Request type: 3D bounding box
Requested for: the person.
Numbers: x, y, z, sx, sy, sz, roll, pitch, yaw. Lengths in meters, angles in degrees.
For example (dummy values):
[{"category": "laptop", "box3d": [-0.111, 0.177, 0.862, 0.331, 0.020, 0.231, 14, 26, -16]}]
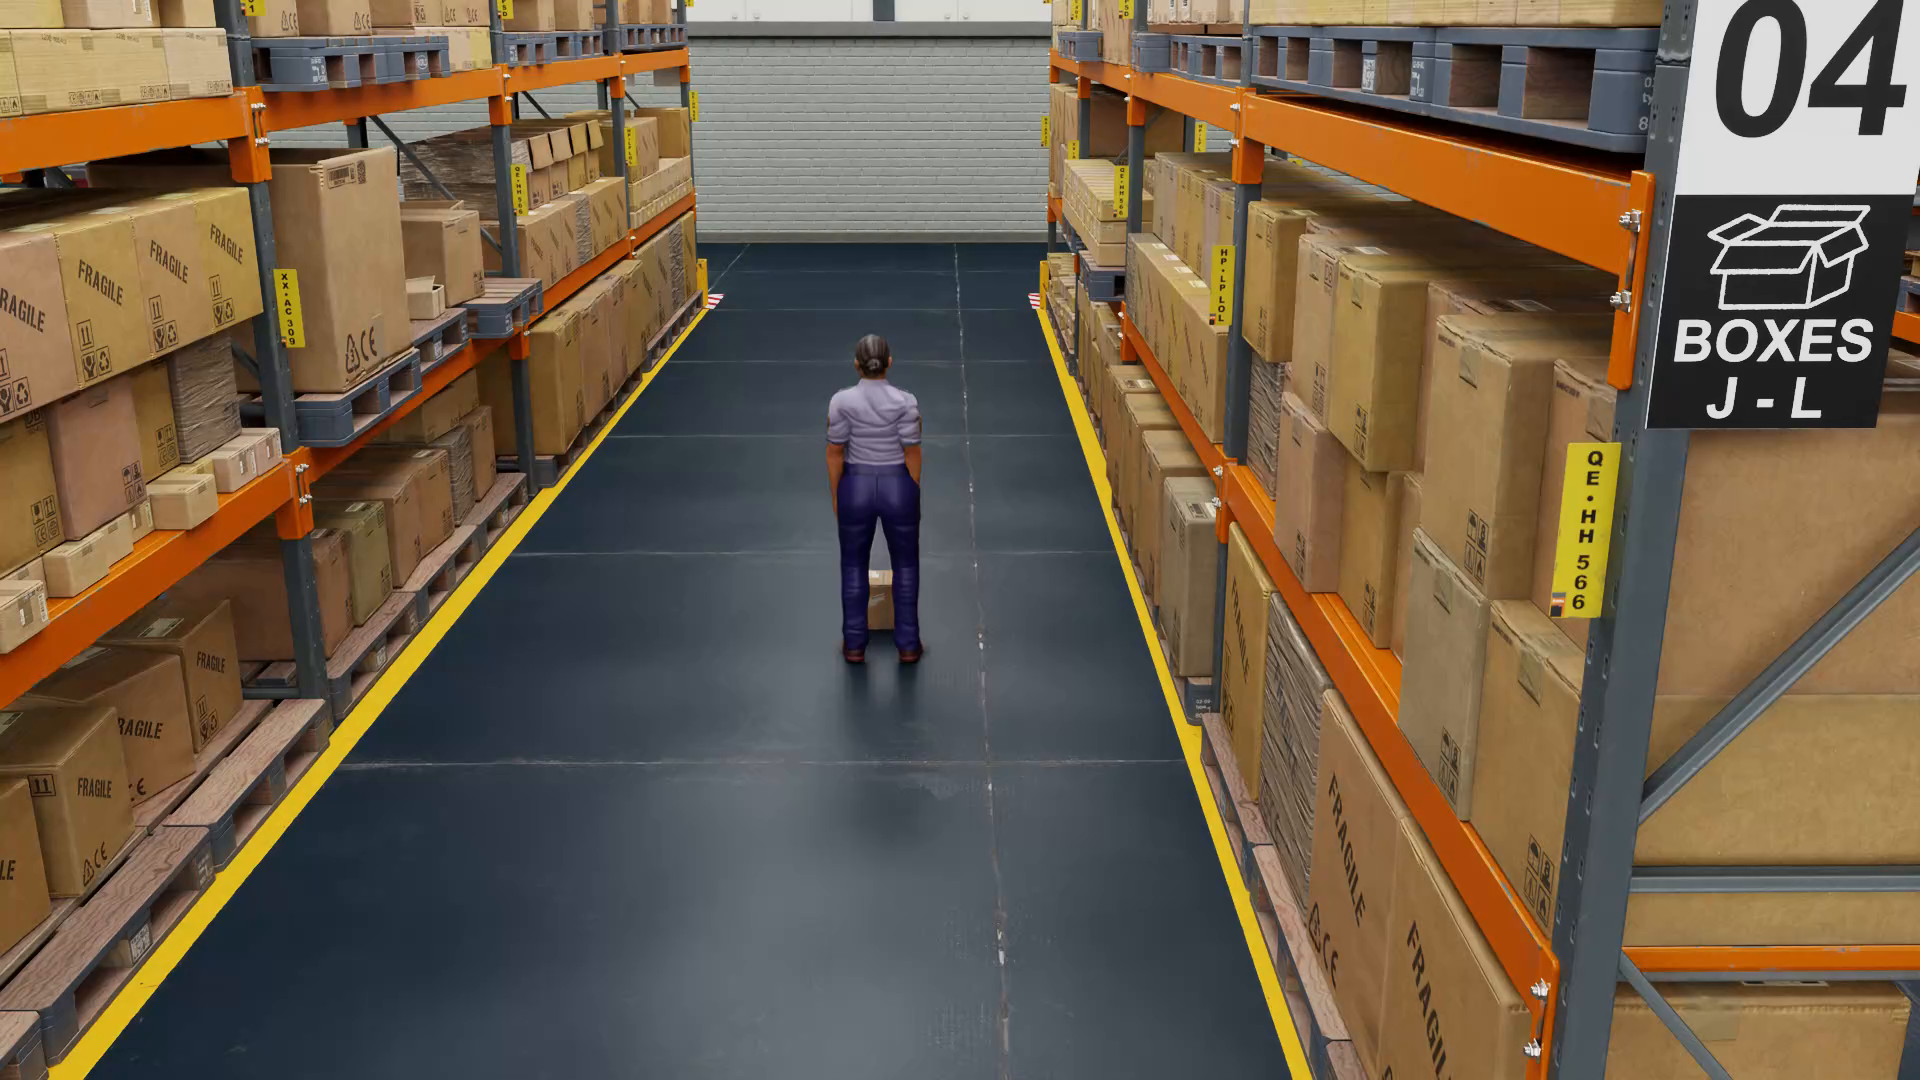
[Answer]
[{"category": "person", "box3d": [-0.421, -0.200, 8.229, 0.469, 1.645, 0.342, 0, 17, 0]}]
